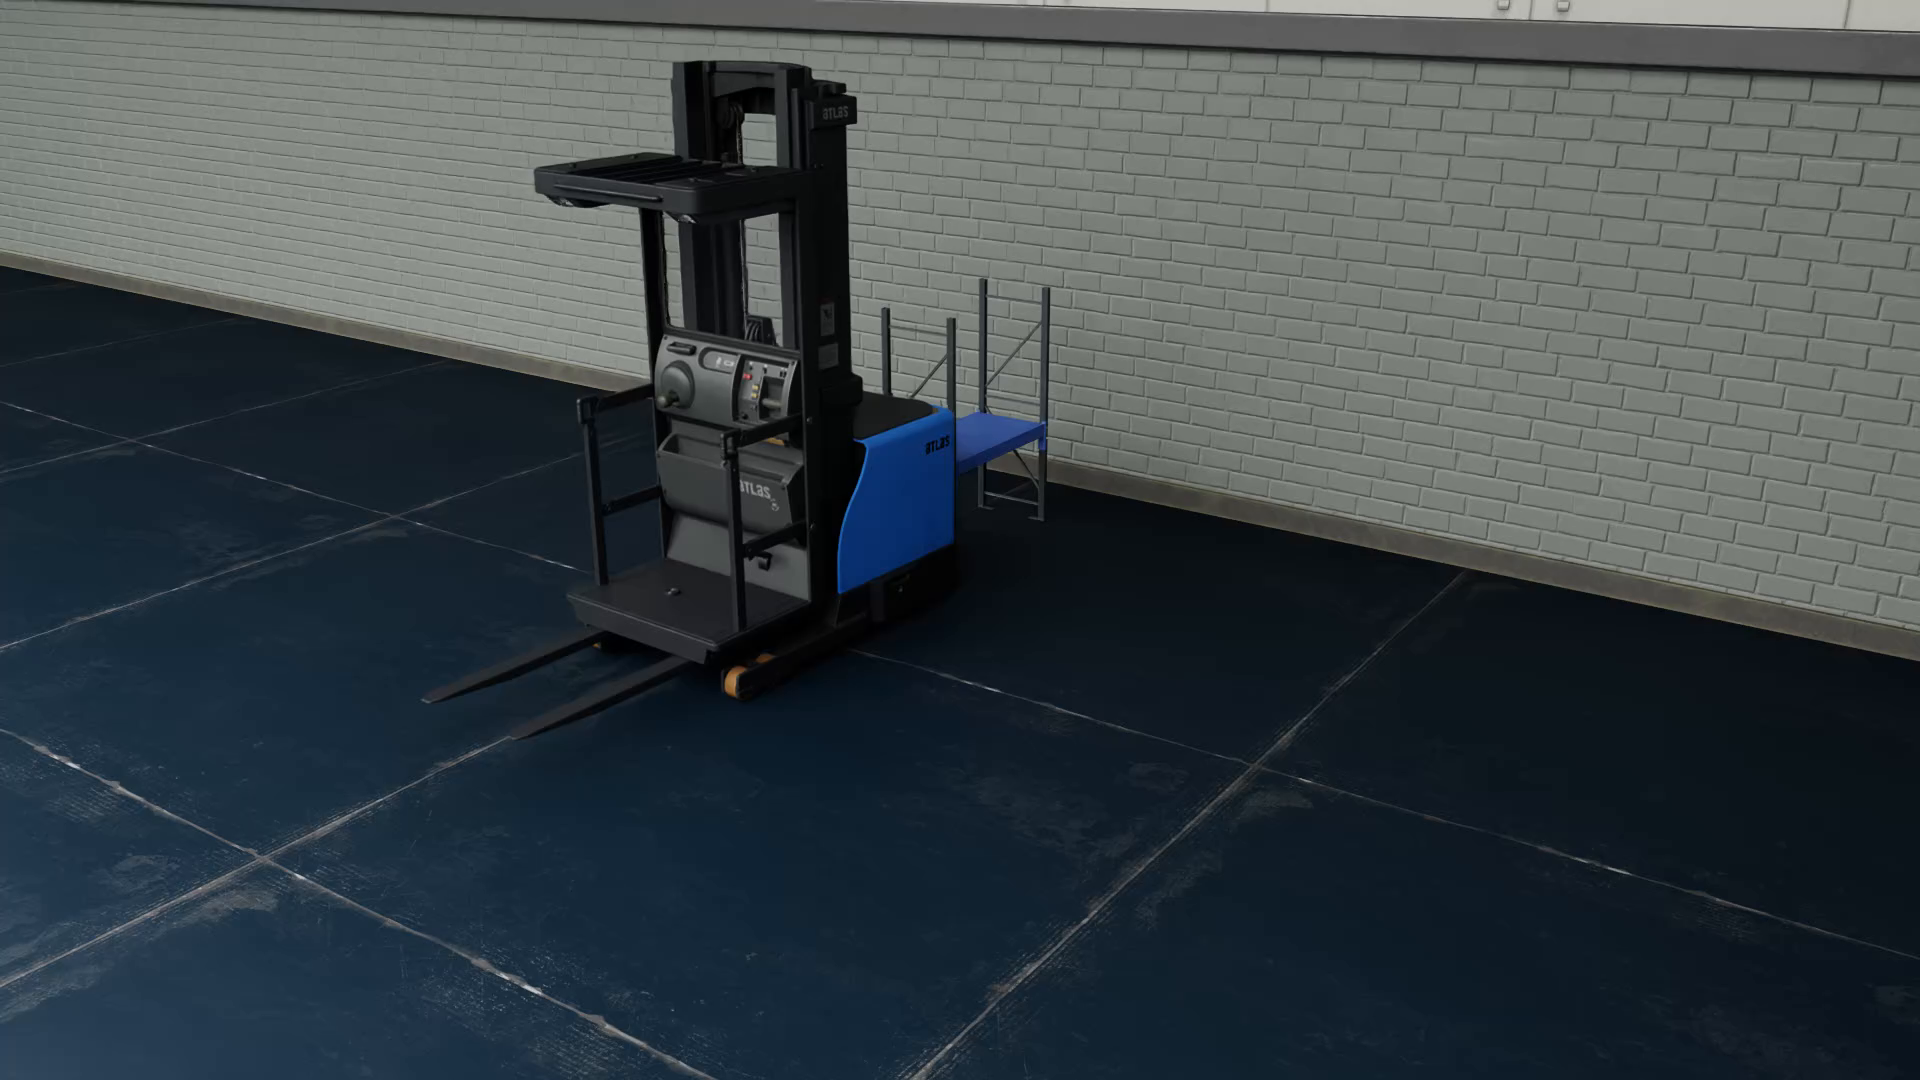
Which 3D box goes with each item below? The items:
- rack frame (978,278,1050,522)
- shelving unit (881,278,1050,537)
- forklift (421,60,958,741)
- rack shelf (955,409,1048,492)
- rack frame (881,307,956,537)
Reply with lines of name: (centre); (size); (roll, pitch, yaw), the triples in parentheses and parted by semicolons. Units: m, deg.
rack frame: (0.334, -0.874, 10.465); (0.500, 1.500, 0.032); (13, 24, 32)
shelving unit: (0.048, -0.728, 10.071); (0.538, 1.500, 1.048); (13, 24, 32)
forklift: (-1.301, -0.782, 8.154); (1.130, 2.935, 3.031); (15, 25, 34)
rack shelf: (0.048, -0.559, 10.133); (0.538, 0.185, 1.000); (13, 24, 32)
rack frame: (-0.238, -0.582, 9.677); (0.500, 1.500, 0.032); (13, 24, 32)
